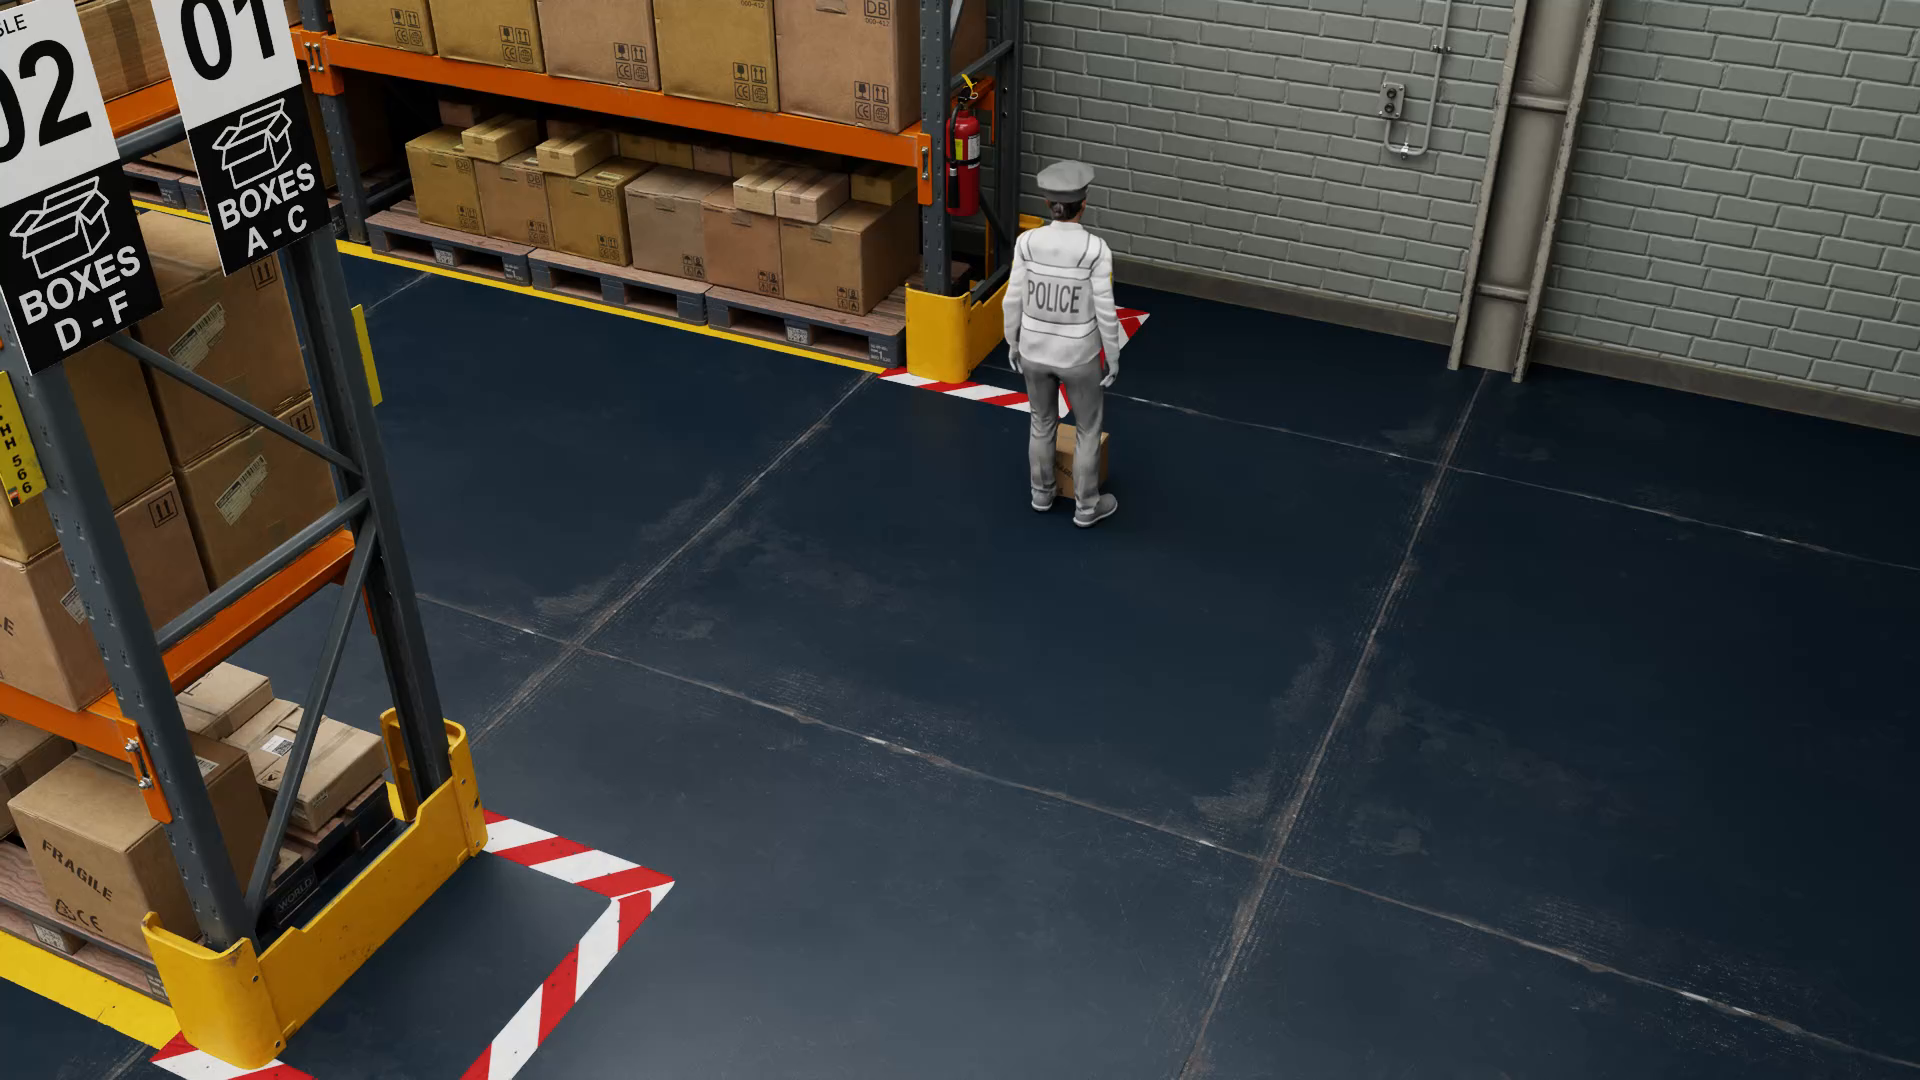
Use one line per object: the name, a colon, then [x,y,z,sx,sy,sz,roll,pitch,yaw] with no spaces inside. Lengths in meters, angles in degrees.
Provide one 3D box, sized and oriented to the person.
person: [0.461,-0.841,7.393,0.535,1.661,0.414,12,36,18]
